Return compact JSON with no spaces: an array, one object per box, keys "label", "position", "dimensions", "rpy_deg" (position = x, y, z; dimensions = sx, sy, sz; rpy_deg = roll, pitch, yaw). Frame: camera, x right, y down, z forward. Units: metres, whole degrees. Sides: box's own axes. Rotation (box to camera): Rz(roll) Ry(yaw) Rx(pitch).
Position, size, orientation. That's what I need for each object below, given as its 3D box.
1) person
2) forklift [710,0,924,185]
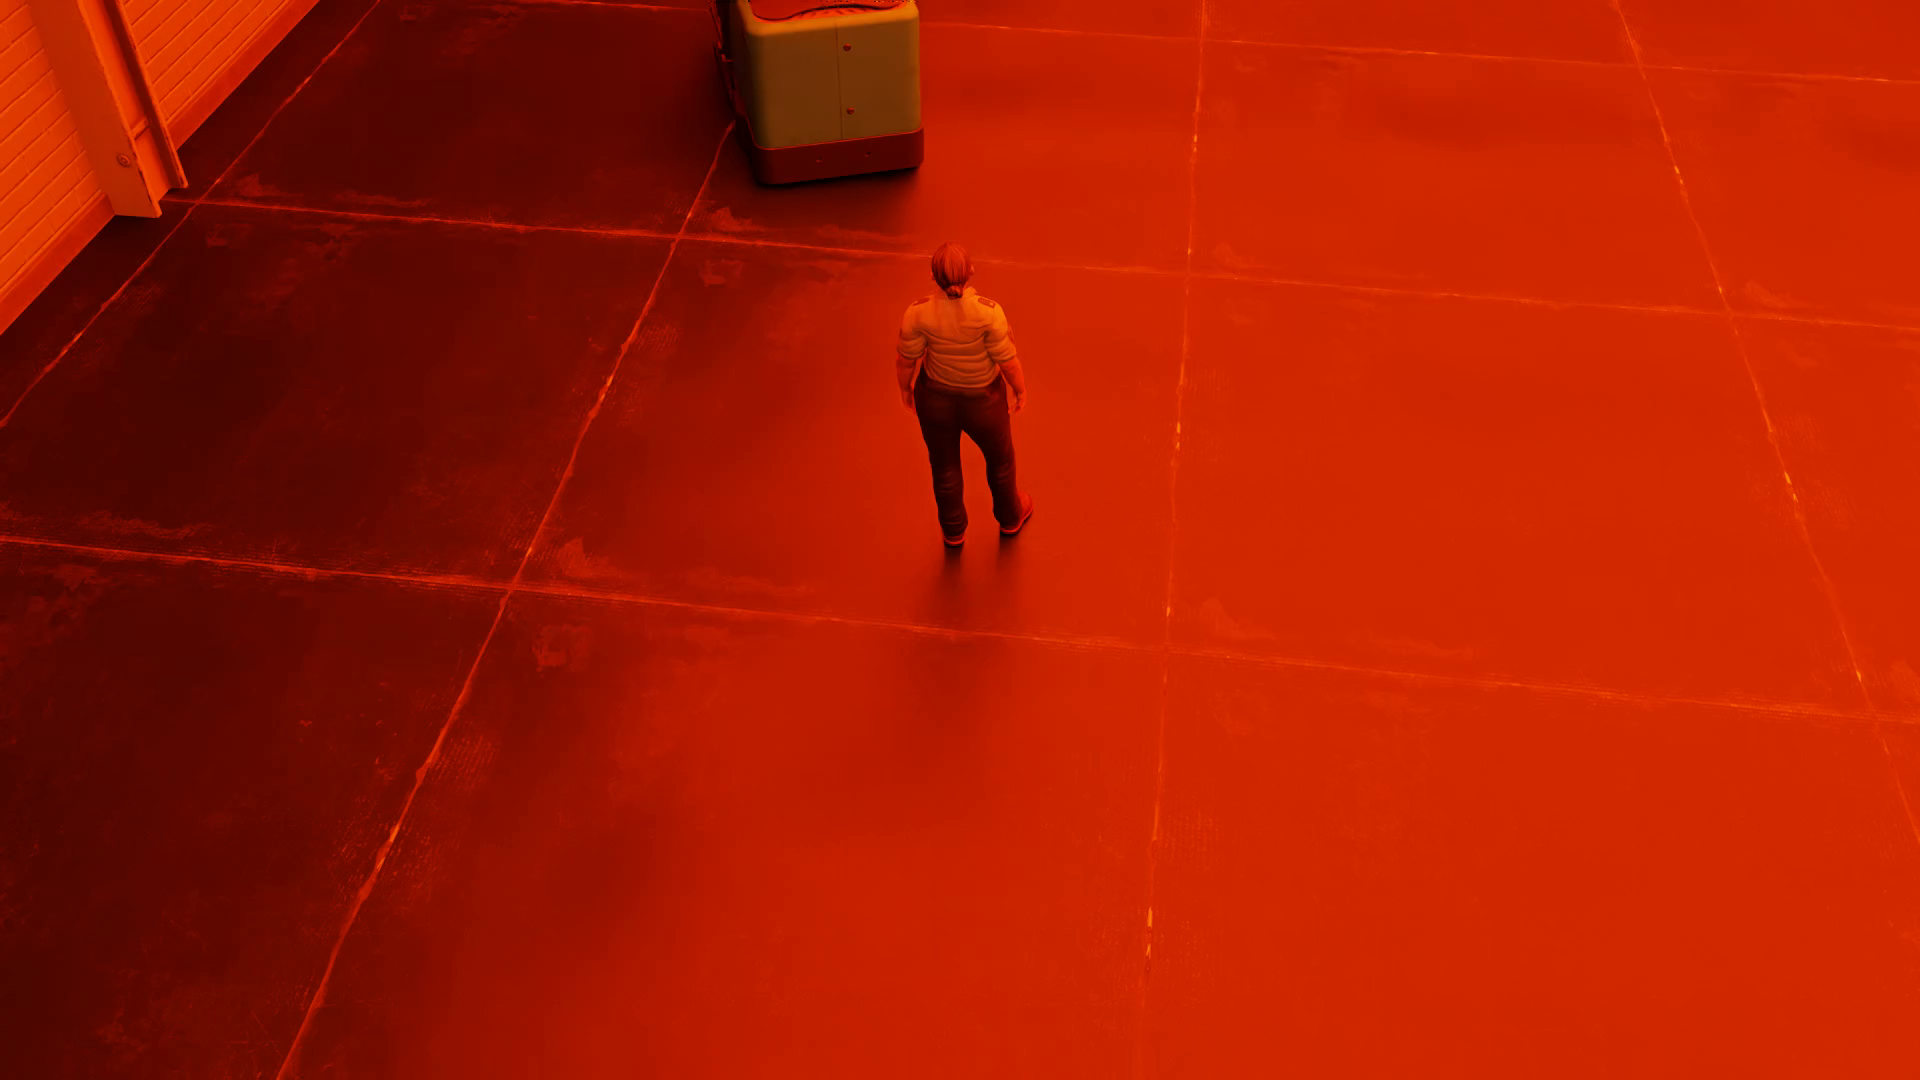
[{"label":"person","position":[0.035,-0.667,7.394],"dimensions":[0.598,1.640,0.503],"rpy_deg":[5,43,6]},{"label":"forklift","position":[-1.071,-4.258,10.360],"dimensions":[1.130,2.935,3.031],"rpy_deg":[-9,43,-10]}]
